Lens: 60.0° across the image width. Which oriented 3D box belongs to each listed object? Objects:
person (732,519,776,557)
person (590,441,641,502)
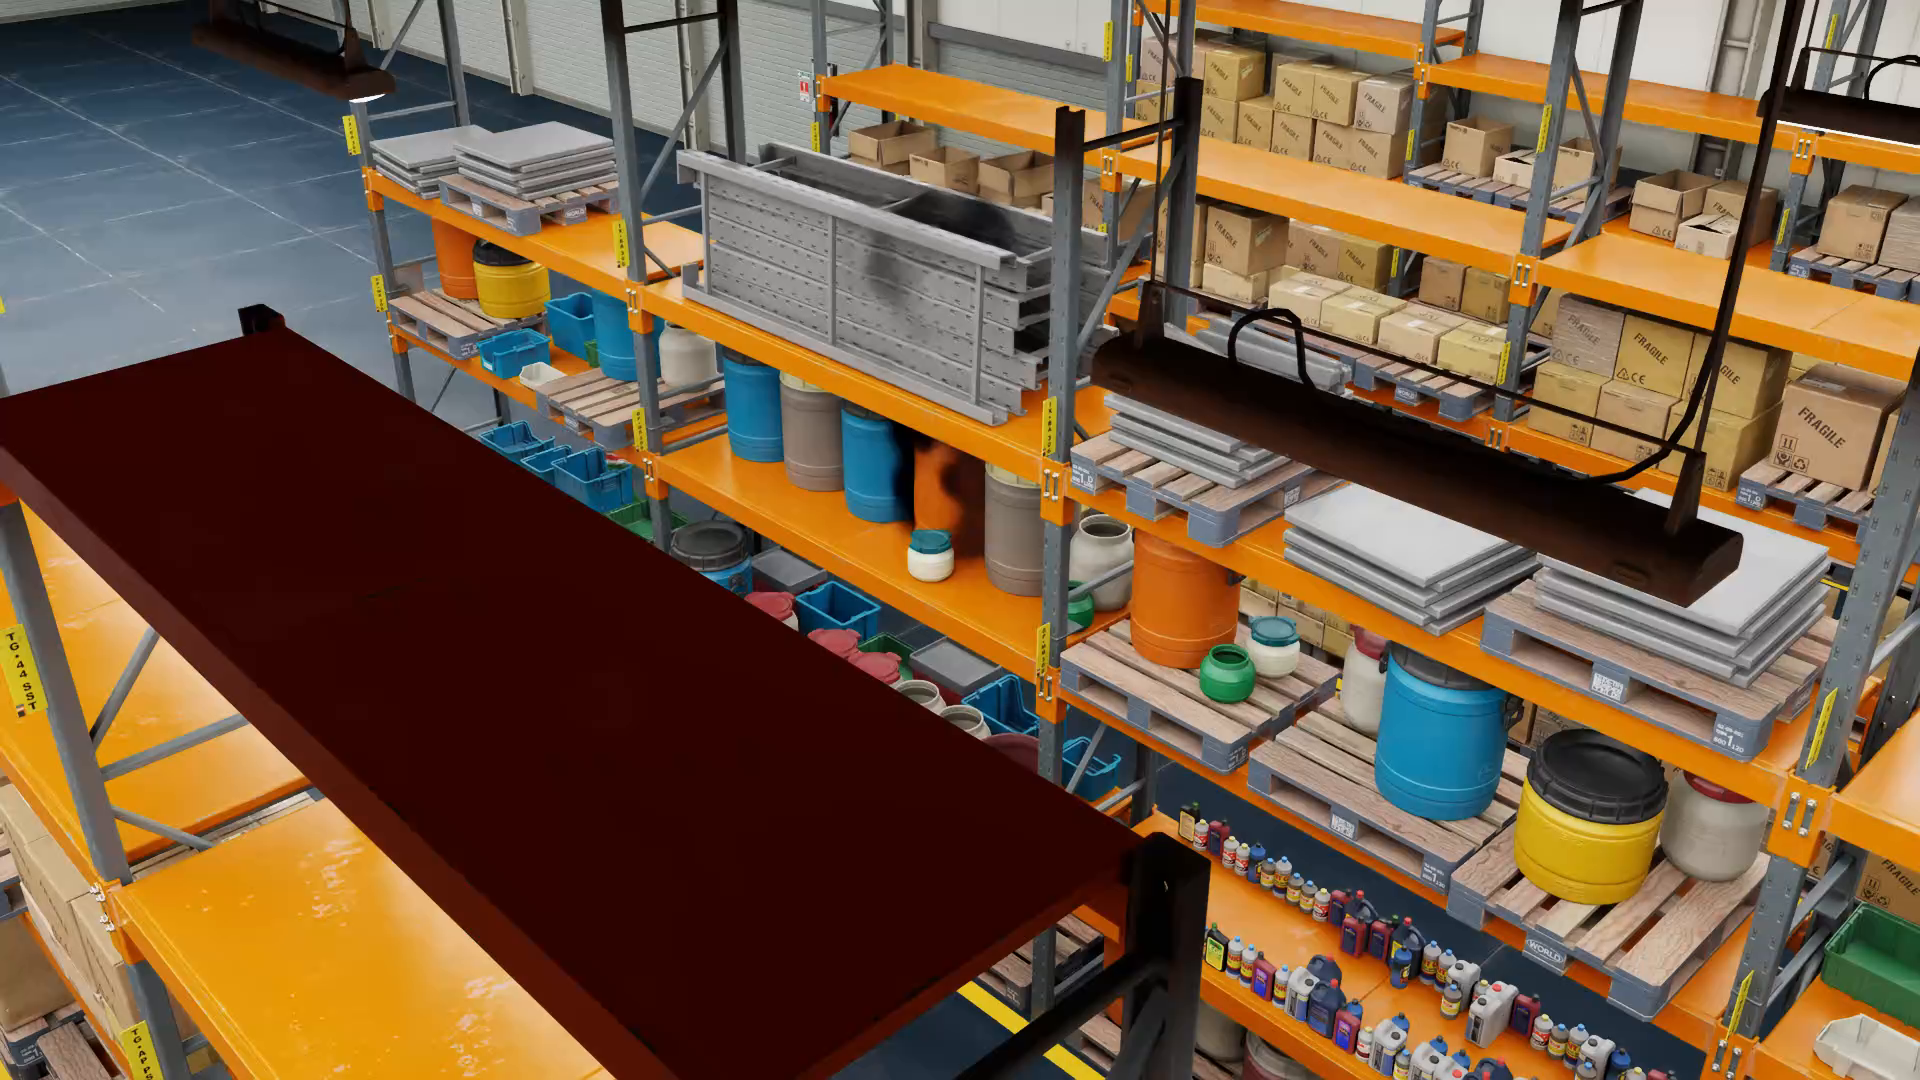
[{"bbox_3d":[-1.943,-0.303,15.742,0.640,1.618,0.514,25,37,38],"label":"person"},{"bbox_3d":[-3.378,-0.824,16.560,0.634,1.776,0.670,14,31,24],"label":"person"}]
